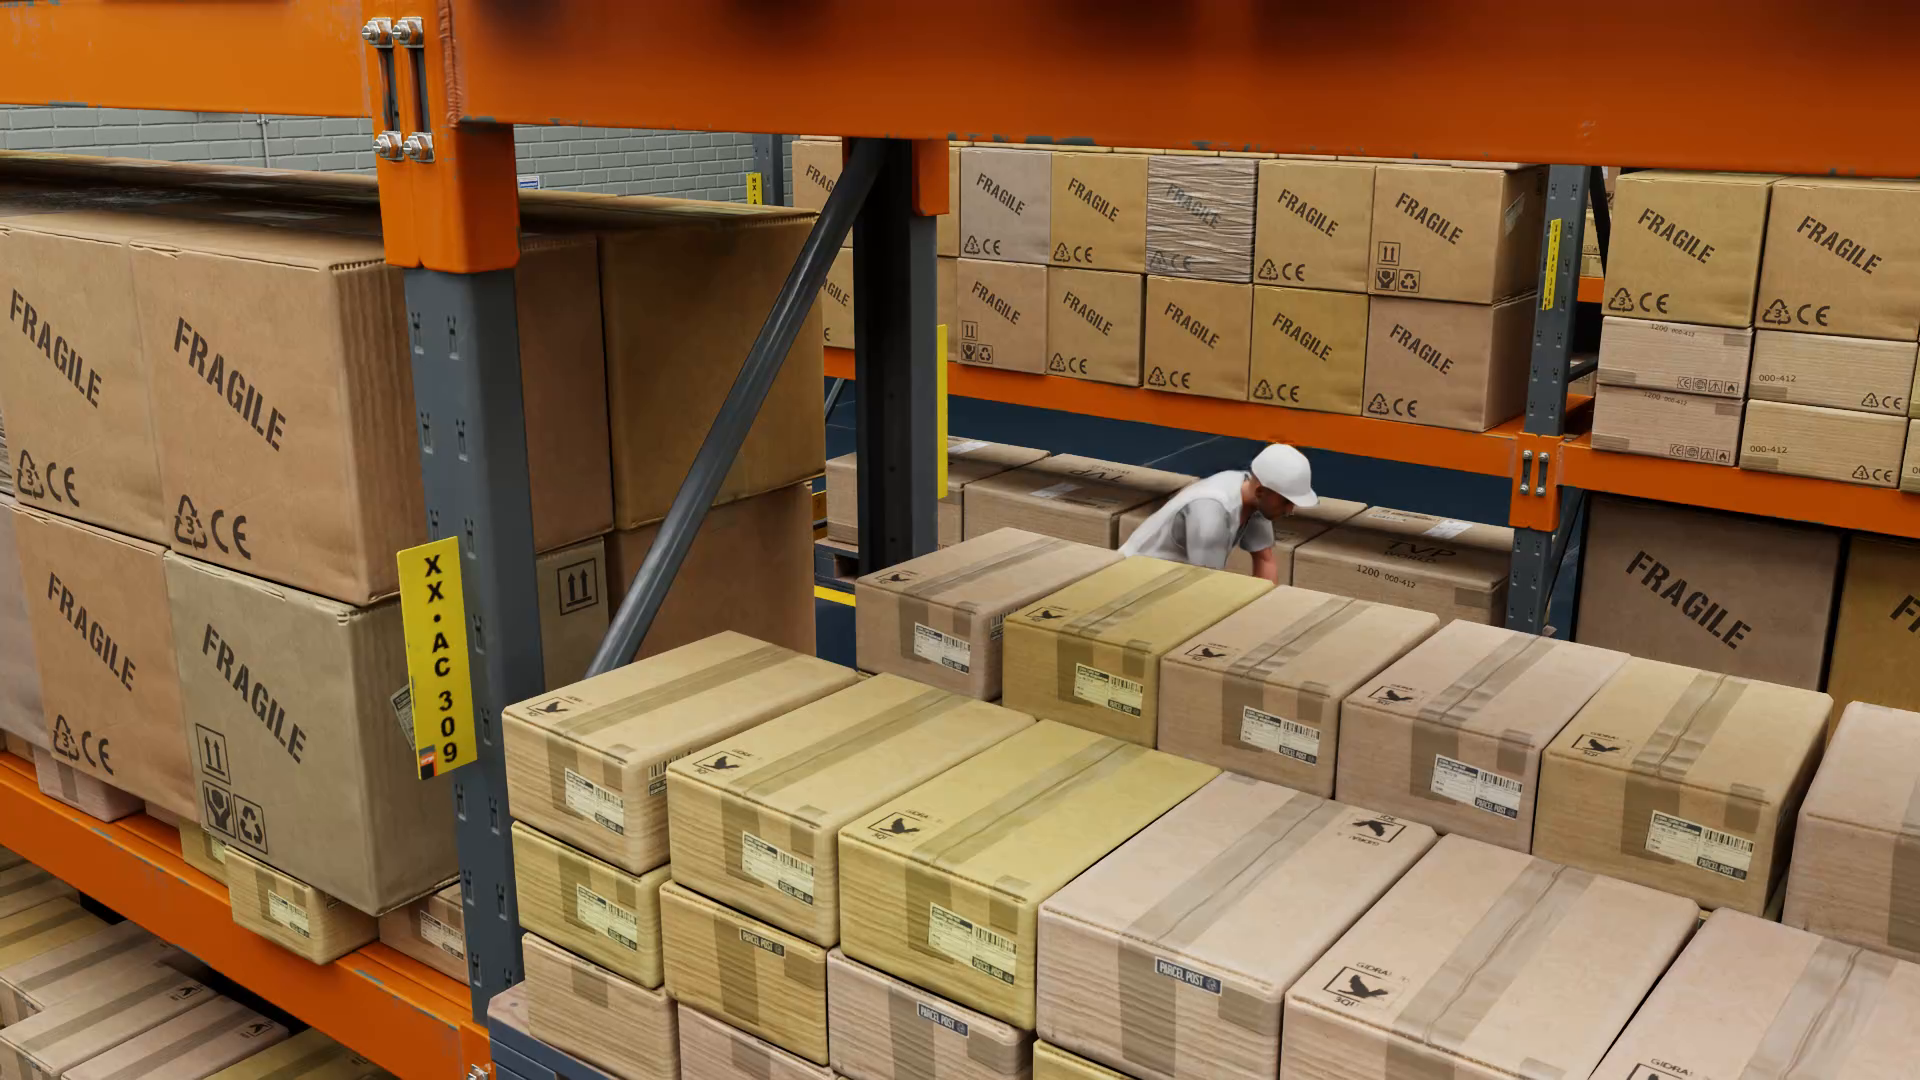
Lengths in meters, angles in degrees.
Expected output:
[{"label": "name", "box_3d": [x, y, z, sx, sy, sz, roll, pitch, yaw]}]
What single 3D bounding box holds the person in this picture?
[{"label": "person", "box_3d": [0.962, 0.258, 6.389, 0.793, 1.354, 0.585, 12, 20, 35]}]
